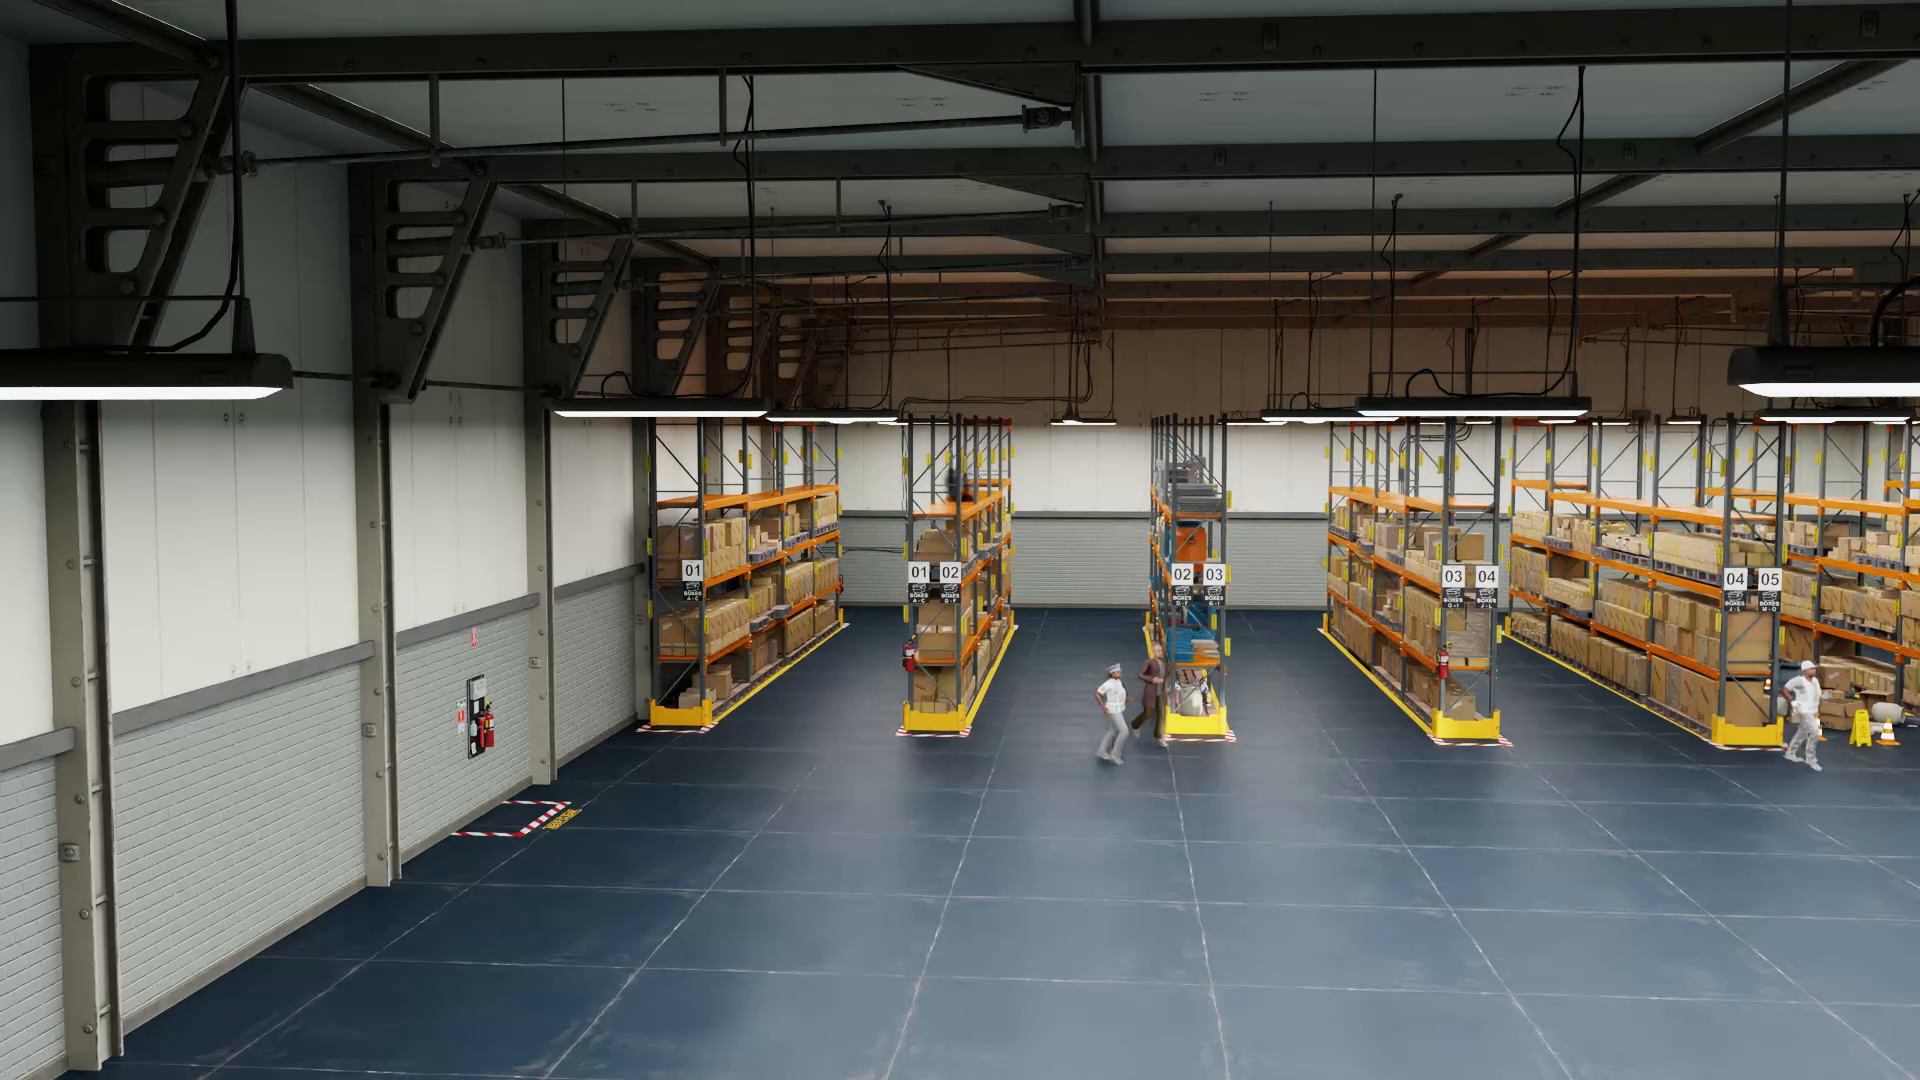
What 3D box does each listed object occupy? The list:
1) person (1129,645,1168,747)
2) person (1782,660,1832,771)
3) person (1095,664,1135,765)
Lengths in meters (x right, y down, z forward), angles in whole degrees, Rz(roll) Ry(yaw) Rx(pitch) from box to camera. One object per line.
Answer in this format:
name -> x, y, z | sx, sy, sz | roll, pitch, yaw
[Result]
person -> 3.528, 2.802, 30.252 | 0.718, 1.789, 0.967 | -2, 4, -30
person -> 14.275, 2.945, 28.036 | 0.669, 1.836, 0.735 | -3, 5, -38
person -> 2.651, 2.972, 28.386 | 0.724, 1.738, 0.544 | 2, 4, 26
